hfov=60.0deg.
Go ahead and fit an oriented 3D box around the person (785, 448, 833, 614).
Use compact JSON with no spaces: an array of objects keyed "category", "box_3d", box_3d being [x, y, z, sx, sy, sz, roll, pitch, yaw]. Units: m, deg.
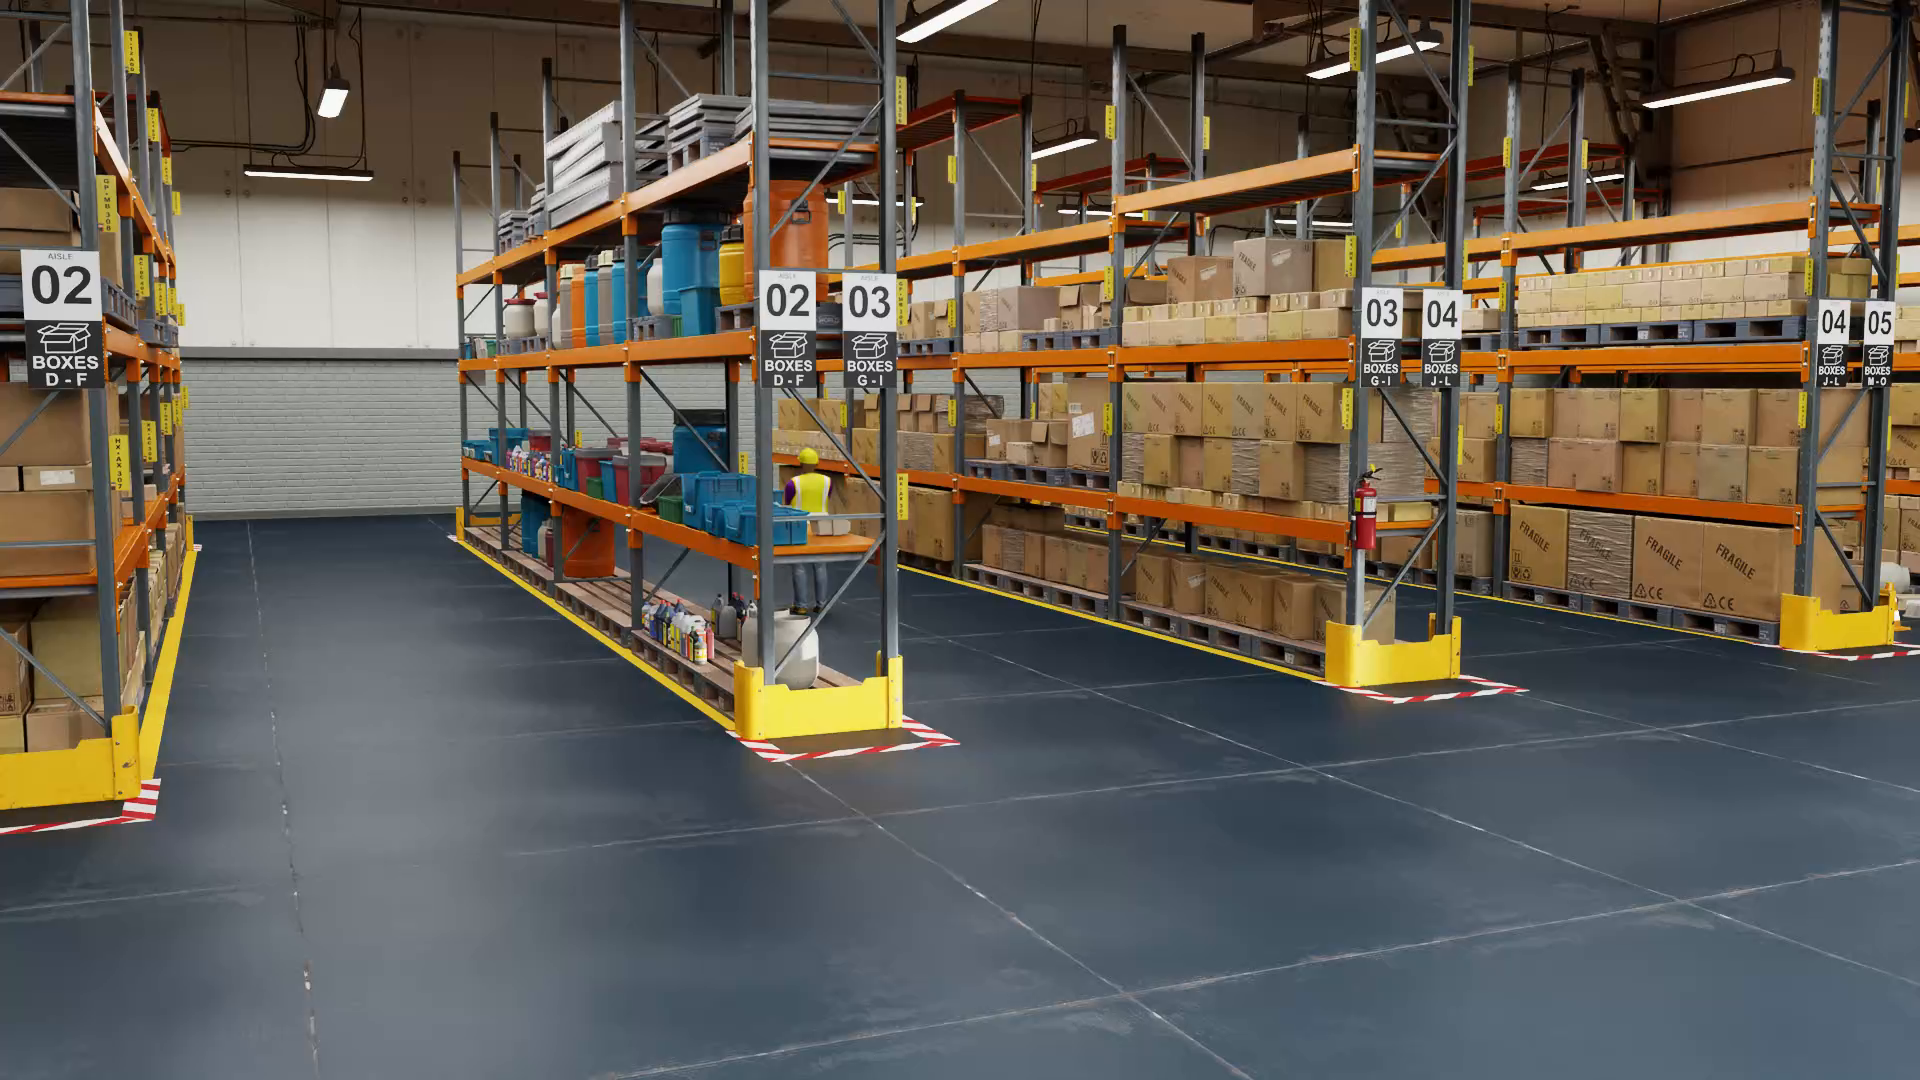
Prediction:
[{"category":"person","box_3d":[-1.653,-0.107,17.777,0.510,1.767,0.575,-2,6,-24]}]
